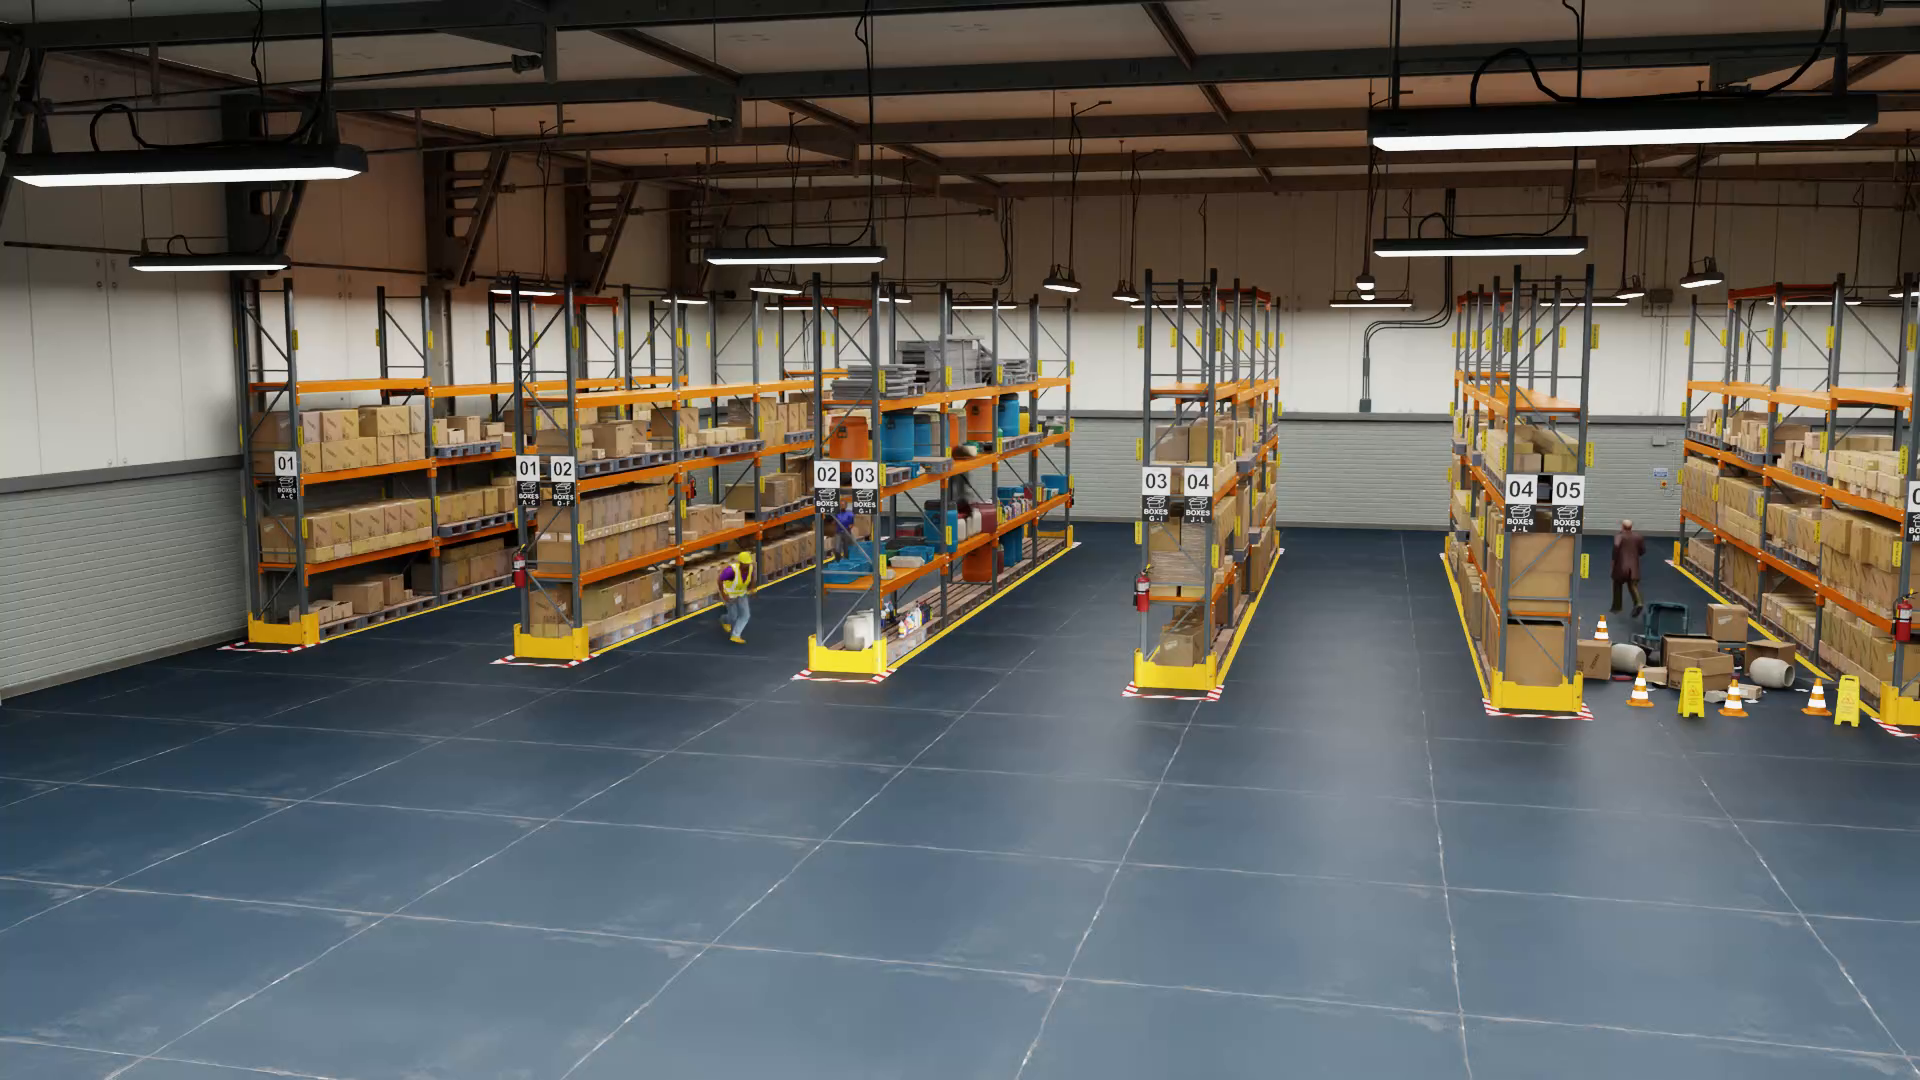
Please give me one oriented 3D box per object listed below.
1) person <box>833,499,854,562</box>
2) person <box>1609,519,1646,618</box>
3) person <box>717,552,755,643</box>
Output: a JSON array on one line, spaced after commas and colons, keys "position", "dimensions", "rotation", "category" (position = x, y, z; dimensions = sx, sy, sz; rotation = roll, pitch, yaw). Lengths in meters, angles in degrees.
[{"position": [-2.487, -0.035, 35.450], "dimensions": [0.486, 1.657, 0.802], "rotation": [0, 7, 4], "category": "person"}, {"position": [12.044, 0.517, 29.944], "dimensions": [0.667, 1.721, 1.146], "rotation": [0, 7, 3], "category": "person"}, {"position": [-3.746, 0.938, 27.606], "dimensions": [0.708, 1.559, 1.074], "rotation": [-5, 8, -35], "category": "person"}]
